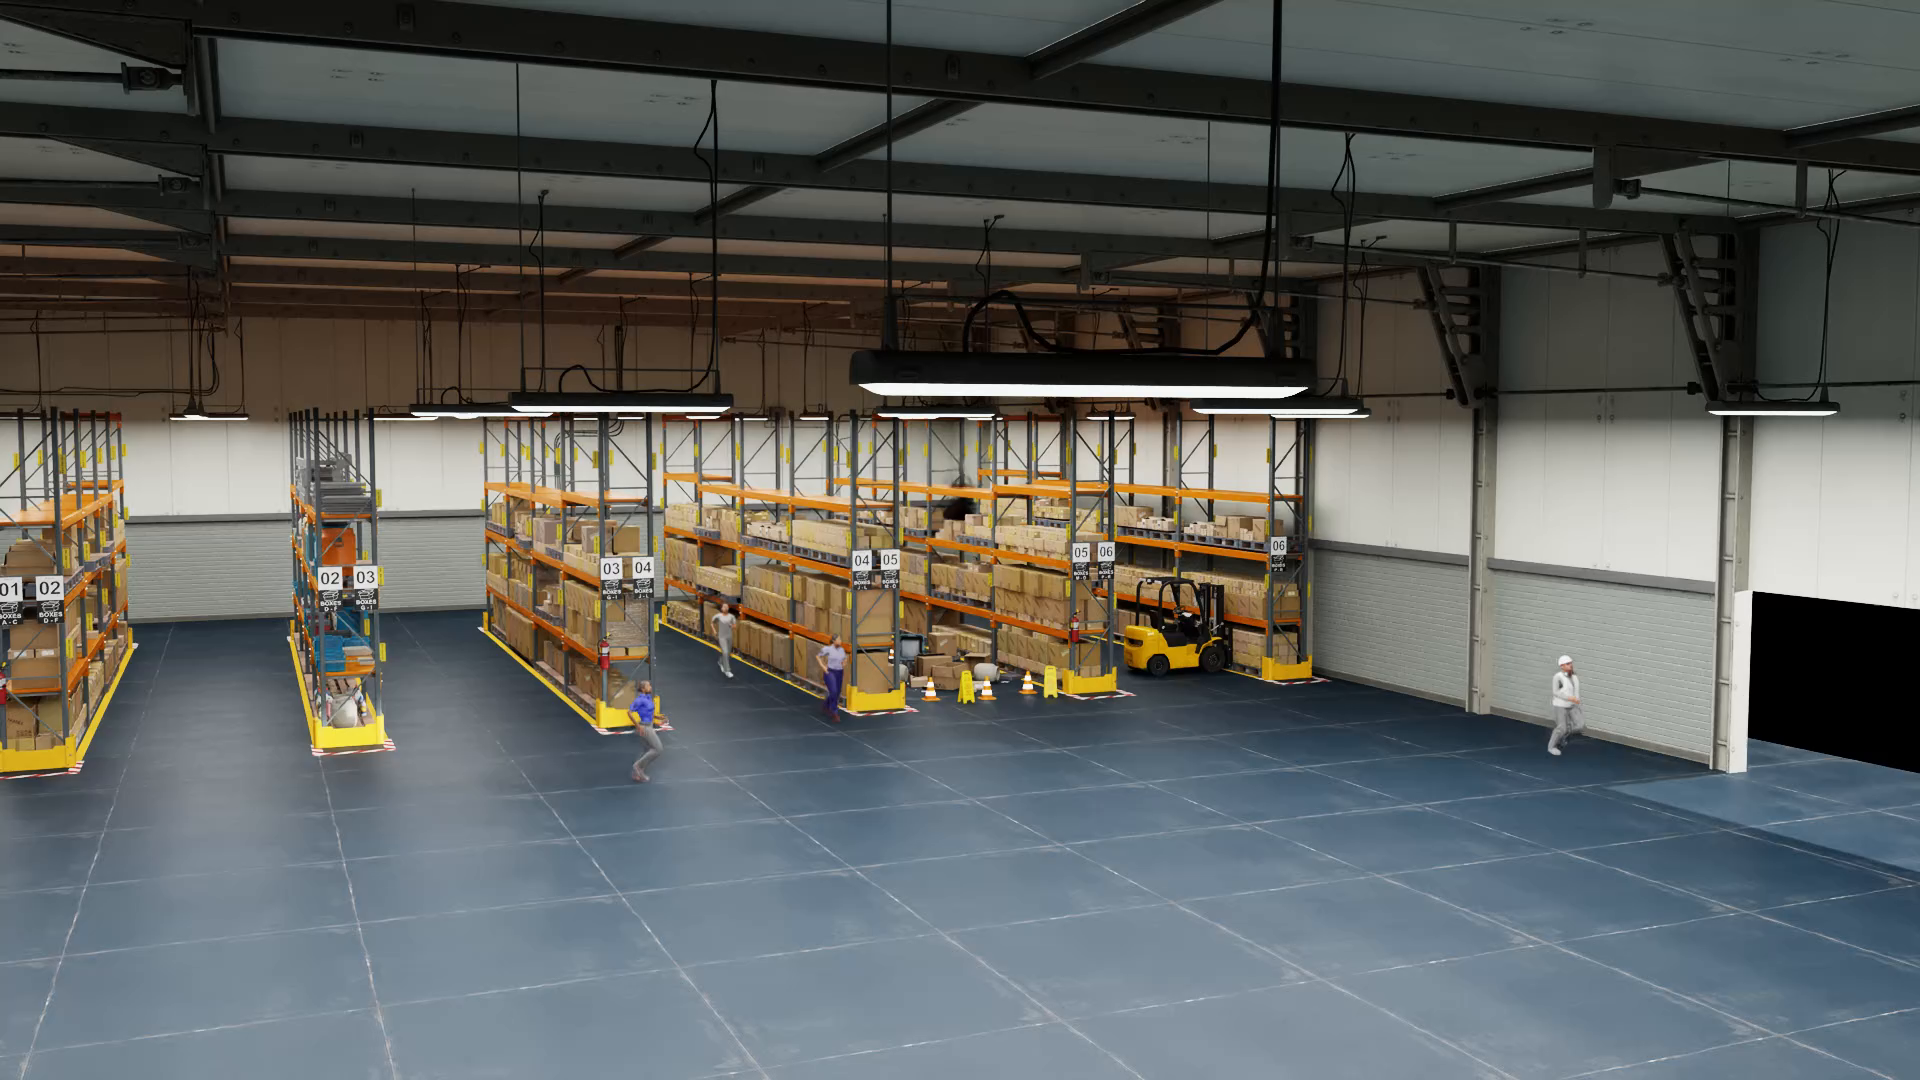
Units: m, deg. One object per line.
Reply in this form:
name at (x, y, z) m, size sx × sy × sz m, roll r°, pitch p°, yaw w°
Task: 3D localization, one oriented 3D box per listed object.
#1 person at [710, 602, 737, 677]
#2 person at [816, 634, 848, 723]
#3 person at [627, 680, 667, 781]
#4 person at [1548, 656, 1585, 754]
person at (-5.325, 2.225, 37.667) m, size 0.564 × 1.655 × 0.969 m, roll -2°, pitch 5°, yaw -31°
person at (-2.429, 2.648, 32.283) m, size 0.629 × 1.652 × 0.945 m, roll -4°, pitch 6°, yaw -44°
person at (-4.981, 3.045, 26.583) m, size 0.599 × 1.619 × 0.560 m, roll 0°, pitch 4°, yaw 1°
person at (10.480, 2.852, 28.666) m, size 0.682 × 1.734 × 0.703 m, roll -2°, pitch 4°, yaw -24°
